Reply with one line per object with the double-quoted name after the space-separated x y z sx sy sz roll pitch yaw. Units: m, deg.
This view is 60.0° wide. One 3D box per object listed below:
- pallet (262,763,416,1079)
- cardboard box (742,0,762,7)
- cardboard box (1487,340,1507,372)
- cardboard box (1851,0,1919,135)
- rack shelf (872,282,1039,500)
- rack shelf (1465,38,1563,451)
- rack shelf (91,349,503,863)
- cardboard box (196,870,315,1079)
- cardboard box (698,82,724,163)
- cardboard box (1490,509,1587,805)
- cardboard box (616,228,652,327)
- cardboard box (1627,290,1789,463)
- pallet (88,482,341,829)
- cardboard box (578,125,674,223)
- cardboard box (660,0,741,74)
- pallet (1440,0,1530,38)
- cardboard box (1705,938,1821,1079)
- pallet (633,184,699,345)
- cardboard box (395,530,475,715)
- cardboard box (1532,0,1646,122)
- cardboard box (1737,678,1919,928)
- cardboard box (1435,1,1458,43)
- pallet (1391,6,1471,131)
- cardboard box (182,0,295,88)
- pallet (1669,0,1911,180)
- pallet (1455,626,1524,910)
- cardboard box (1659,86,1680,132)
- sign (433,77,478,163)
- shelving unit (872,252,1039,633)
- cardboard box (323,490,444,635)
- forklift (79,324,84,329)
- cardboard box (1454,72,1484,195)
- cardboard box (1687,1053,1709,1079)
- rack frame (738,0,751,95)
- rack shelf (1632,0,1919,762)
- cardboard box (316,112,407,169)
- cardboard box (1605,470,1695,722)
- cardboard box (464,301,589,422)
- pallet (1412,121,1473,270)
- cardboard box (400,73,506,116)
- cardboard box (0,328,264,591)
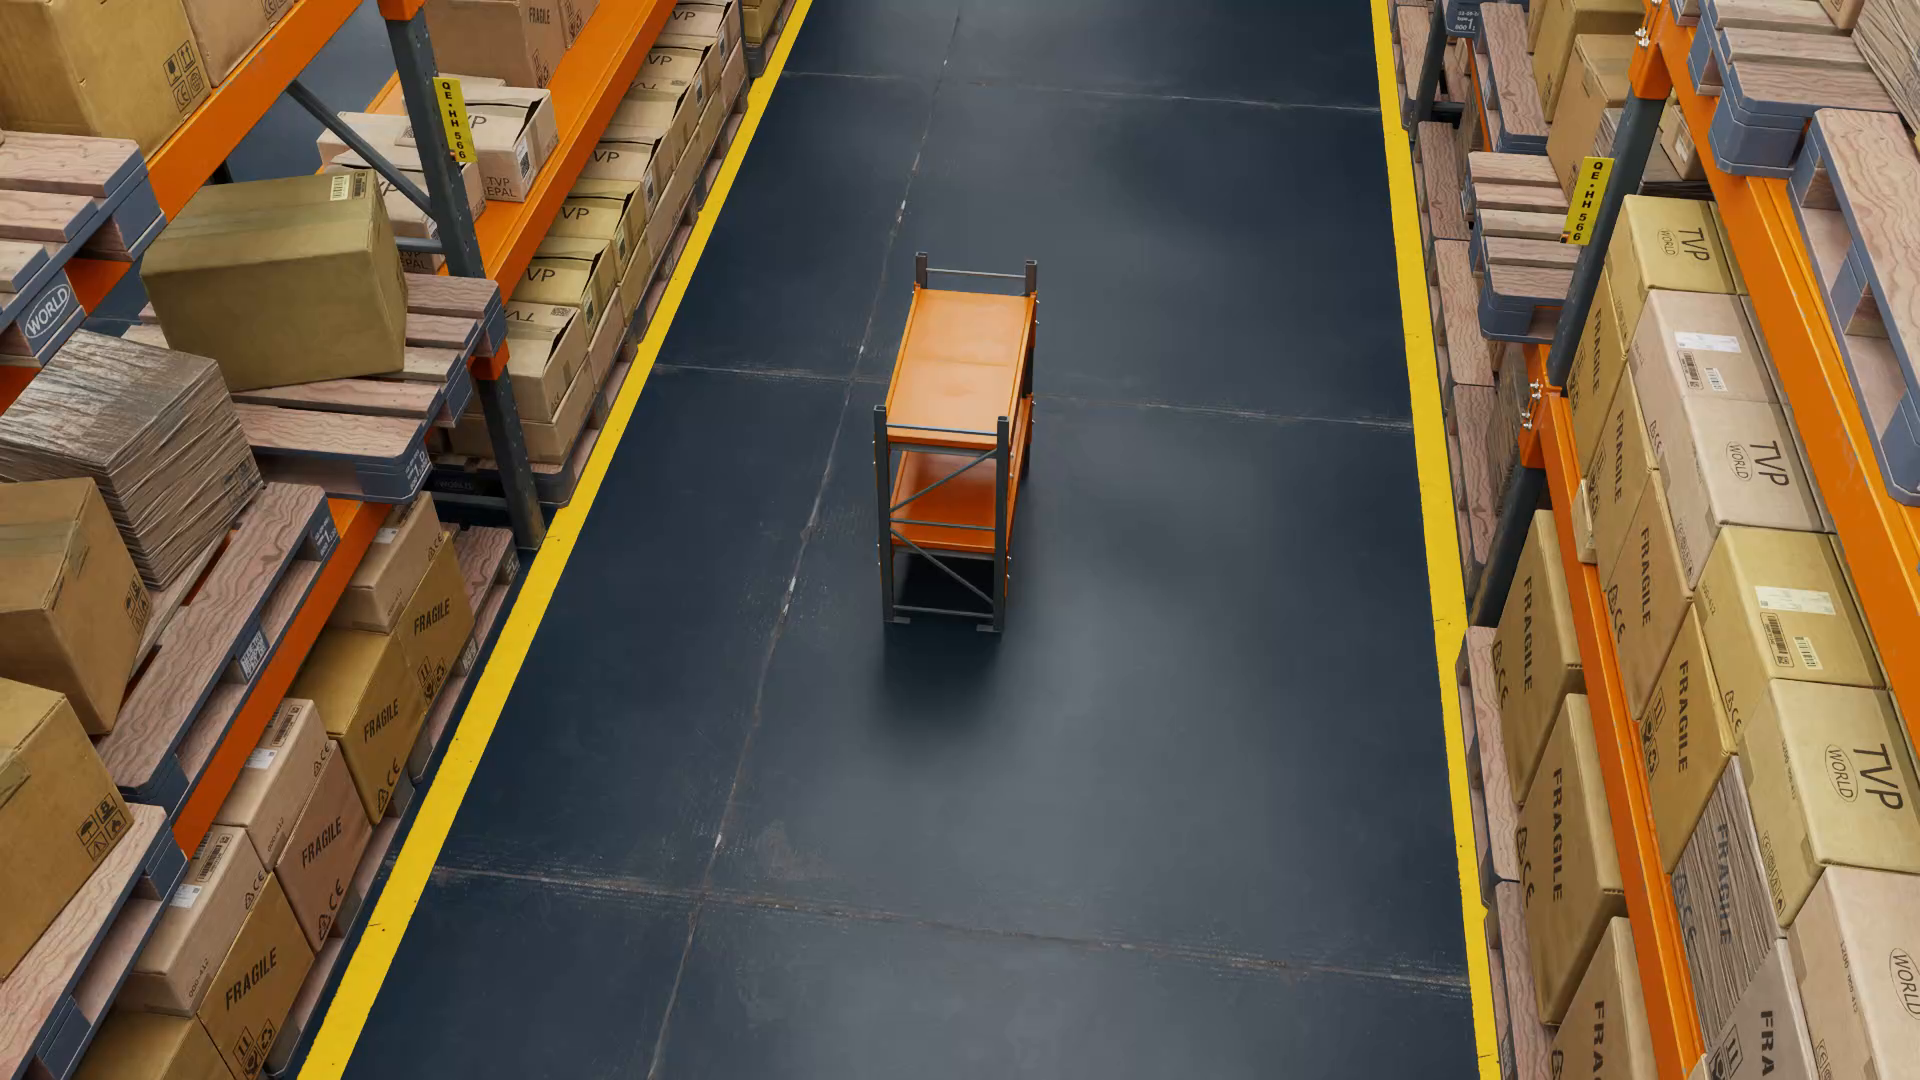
-2.613 1.224 5.803 1.003 0.211 1.213 5 44 6 "pallet"
-1.412 -3.563 9.980 0.500 0.500 0.500 5 44 6 "cardboard box"
2.862 -1.104 7.732 0.700 0.500 0.500 5 44 5 "cardboard box"
2.573 -1.259 3.823 0.700 0.500 0.500 3 44 3 "cardboard box"
-0.001 -0.616 6.657 0.538 0.278 1.000 5 44 6 "rack shelf"
2.862 -1.777 7.468 1.077 0.370 4.000 5 44 6 "rack shelf"
-2.577 0.502 5.062 1.077 0.370 4.000 5 44 6 "rack shelf"
-2.403 1.339 5.152 0.500 0.500 0.500 6 44 6 "cardboard box"
-1.620 -2.349 9.244 0.500 0.250 0.500 5 44 5 "cardboard box"
2.370 0.442 5.859 0.750 0.750 0.750 5 44 5 "cardboard box"
-1.824 -1.304 8.140 0.500 0.250 0.500 4 44 4 "cardboard box"
2.212 -0.446 4.691 0.500 0.250 0.500 5 44 5 "cardboard box"
-2.565 0.273 4.920 1.003 0.211 1.213 5 44 6 "pallet"
-1.754 -1.867 8.327 0.500 0.311 0.500 5 44 5 "cardboard box"
-1.553 -2.904 9.422 0.500 0.311 0.500 5 44 6 "cardboard box"
2.881 -2.824 8.190 1.003 0.211 1.213 5 44 6 "pallet"
1.938 1.214 3.483 0.500 0.500 0.500 6 44 6 "cardboard box"
-2.002 -1.497 8.677 1.003 0.211 1.213 5 44 6 "pallet"
-2.204 0.284 6.266 0.500 0.500 0.500 7 44 7 "cardboard box"
2.793 -2.043 6.834 0.700 0.500 0.500 5 44 6 "cardboard box"
2.022 0.591 3.596 0.500 0.250 0.500 6 44 6 "cardboard box"
3.224 -3.364 10.119 0.500 0.500 0.500 2 43 2 "cardboard box"
3.180 -2.849 10.106 1.003 0.211 1.213 5 44 6 "pallet"
-2.405 -1.600 4.504 0.910 0.500 0.500 5 44 6 "cardboard box"
2.565 -1.252 4.346 1.213 0.211 1.003 7 44 7 "pallet"
2.419 0.868 6.180 1.003 0.211 1.213 5 44 6 "pallet"
2.641 -1.565 5.857 0.380 0.149 0.250 -1 43 -2 "cardboard box"
-1.774 -1.471 5.838 0.100 0.325 0.005 5 44 6 "sign"
-0.001 -0.404 6.858 0.538 1.125 1.048 5 44 6 "shelving unit"
-2.207 0.051 5.968 0.500 0.250 0.500 7 44 7 "cardboard box"
-4.967 -0.982 6.155 1.130 2.935 3.031 7 44 7 "forklift"
3.046 -2.150 8.837 0.700 0.500 0.500 7 44 7 "cardboard box"
1.899 1.347 3.814 0.380 0.149 0.250 5 44 6 "cardboard box"
-1.784 -3.849 9.133 1.000 3.000 0.127 5 44 6 "rack frame"
2.333 -0.140 3.558 1.077 0.370 4.000 5 44 6 "rack shelf"
-2.468 -1.669 7.014 0.380 0.149 0.250 5 44 6 "cardboard box"
2.135 0.176 4.579 0.500 0.500 0.500 5 44 5 "cardboard box"
-1.953 -0.811 7.211 0.500 0.311 0.500 7 44 7 "cardboard box"
3.025 -1.858 9.058 1.003 0.211 1.213 5 44 6 "pallet"
-2.200 -1.906 7.264 0.380 0.149 0.250 8 44 9 "cardboard box"
-2.595 -0.266 4.971 0.700 0.500 0.500 13 45 13 "cardboard box"
